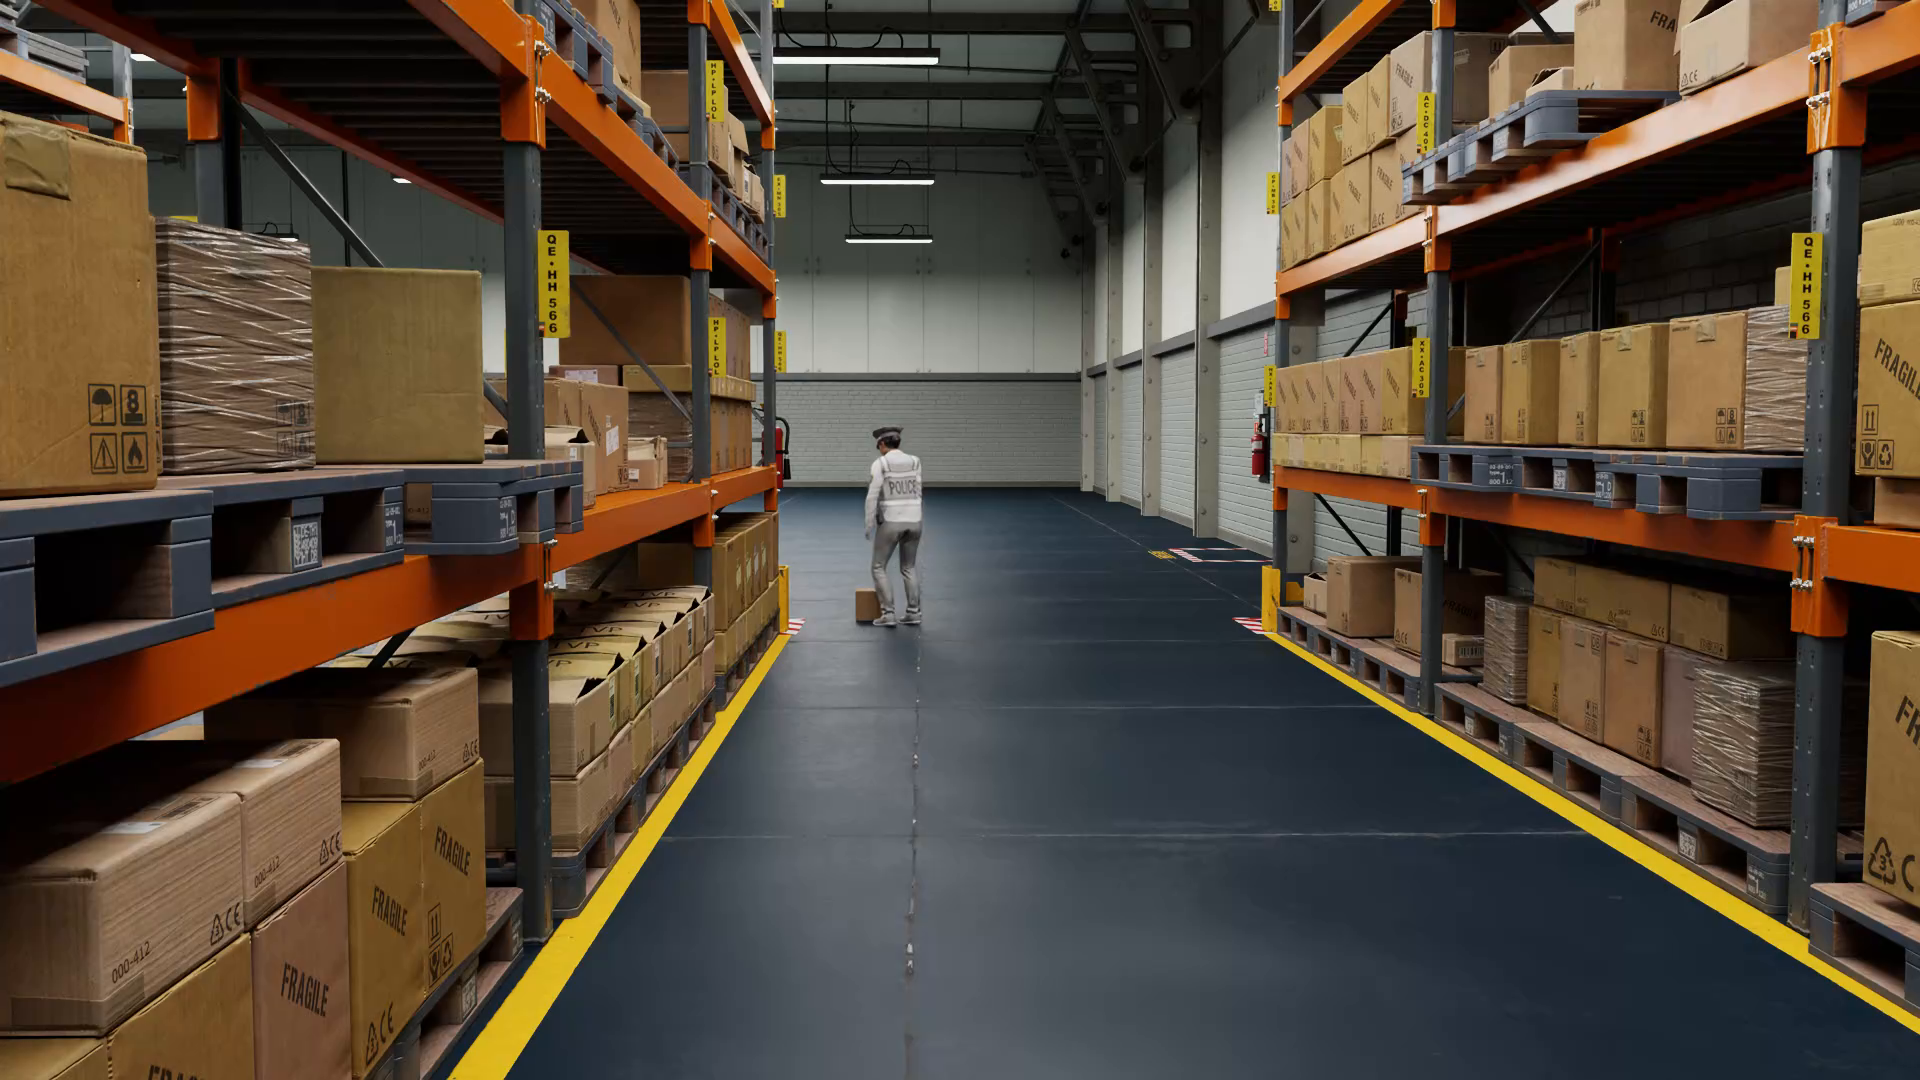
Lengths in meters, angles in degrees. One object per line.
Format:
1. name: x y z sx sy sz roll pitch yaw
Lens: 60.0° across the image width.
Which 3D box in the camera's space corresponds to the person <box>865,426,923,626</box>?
1. person: -0.540 -0.110 13.502 0.500 1.626 0.446 -2 4 -29
